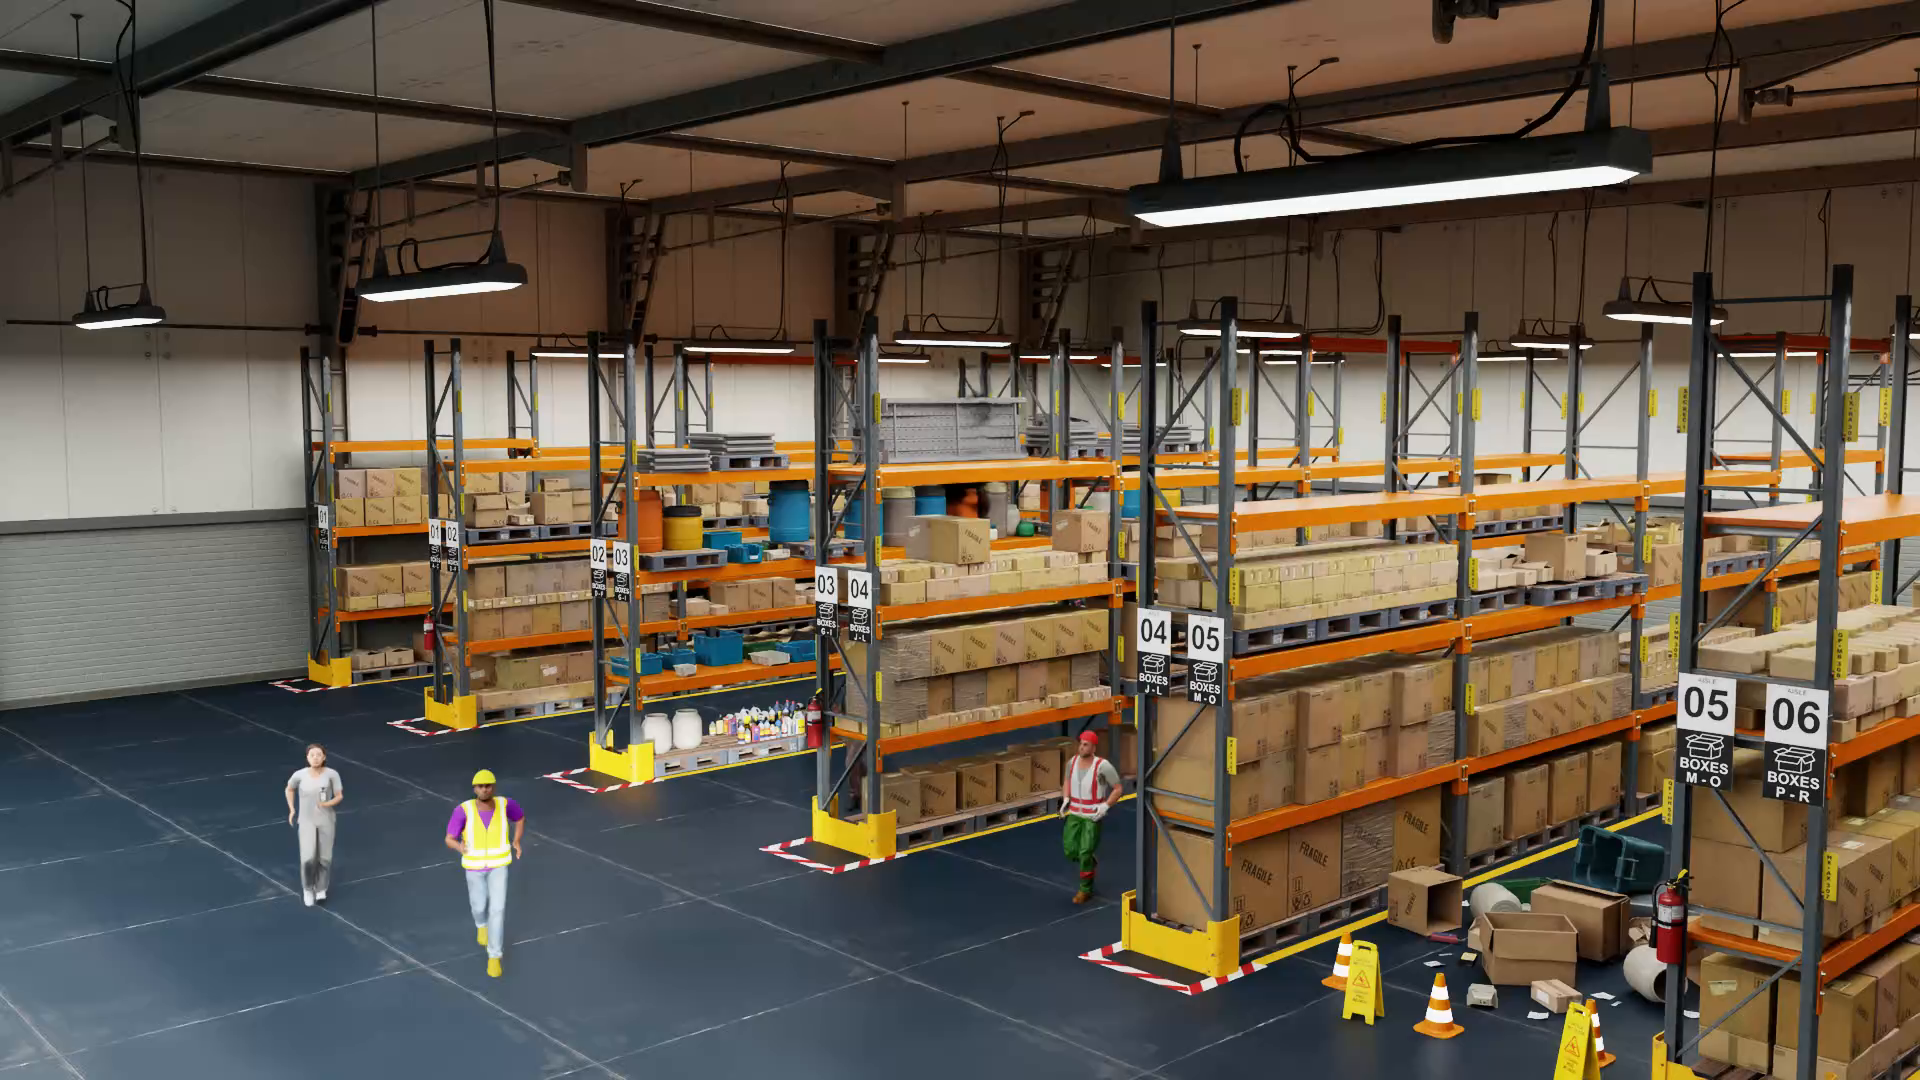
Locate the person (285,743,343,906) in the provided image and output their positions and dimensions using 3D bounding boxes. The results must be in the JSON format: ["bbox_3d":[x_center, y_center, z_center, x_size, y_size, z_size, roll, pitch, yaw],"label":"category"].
[{"bbox_3d":[-6.473,2.858,16.706,0.538,1.641,0.653,-2,5,-22],"label":"person"}]

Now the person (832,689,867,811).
[{"bbox_3d":[-1.287,2.481,20.824,0.719,1.778,0.638,-5,7,-44],"label":"person"}]

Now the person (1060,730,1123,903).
[{"bbox_3d":[1.352,2.803,17.019,0.690,1.754,0.583,3,6,34],"label":"person"}]

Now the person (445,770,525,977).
[{"bbox_3d":[-4.278,2.947,15.022,0.701,1.764,0.972,-1,5,-16],"label":"person"}]

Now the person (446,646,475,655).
[{"bbox_3d":[-8.286,1.889,27.835,0.592,1.649,0.539,5,7,43],"label":"person"}]
